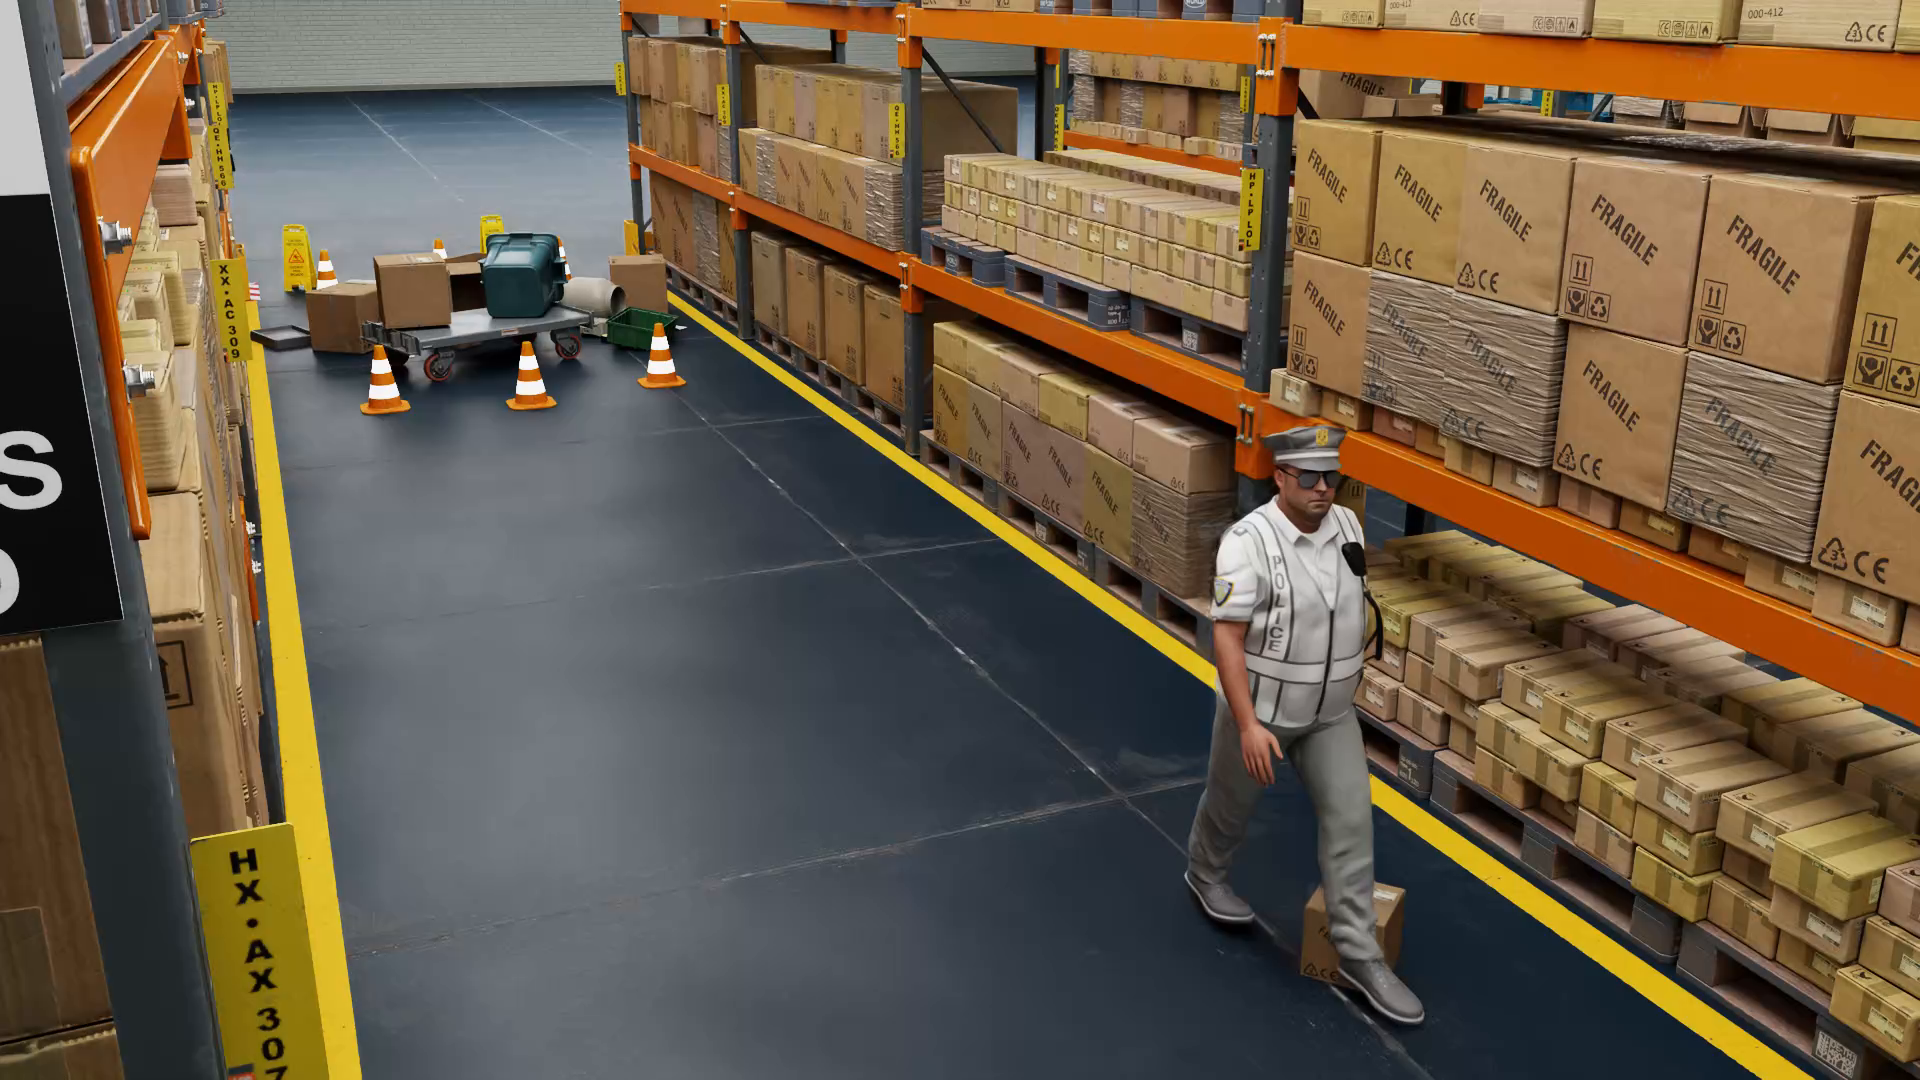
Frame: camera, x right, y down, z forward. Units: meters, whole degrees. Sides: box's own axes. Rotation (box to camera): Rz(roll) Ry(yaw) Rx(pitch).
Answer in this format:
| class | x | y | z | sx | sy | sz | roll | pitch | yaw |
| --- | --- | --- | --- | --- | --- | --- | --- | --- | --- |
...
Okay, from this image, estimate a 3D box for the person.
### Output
| class | x | y | z | sx | sy | sz | roll | pitch | yaw |
| --- | --- | --- | --- | --- | --- | --- | --- | --- | --- |
| person | 1.033 | 0.496 | 5.019 | 0.593 | 1.739 | 0.956 | -7 | 20 | -20 |
